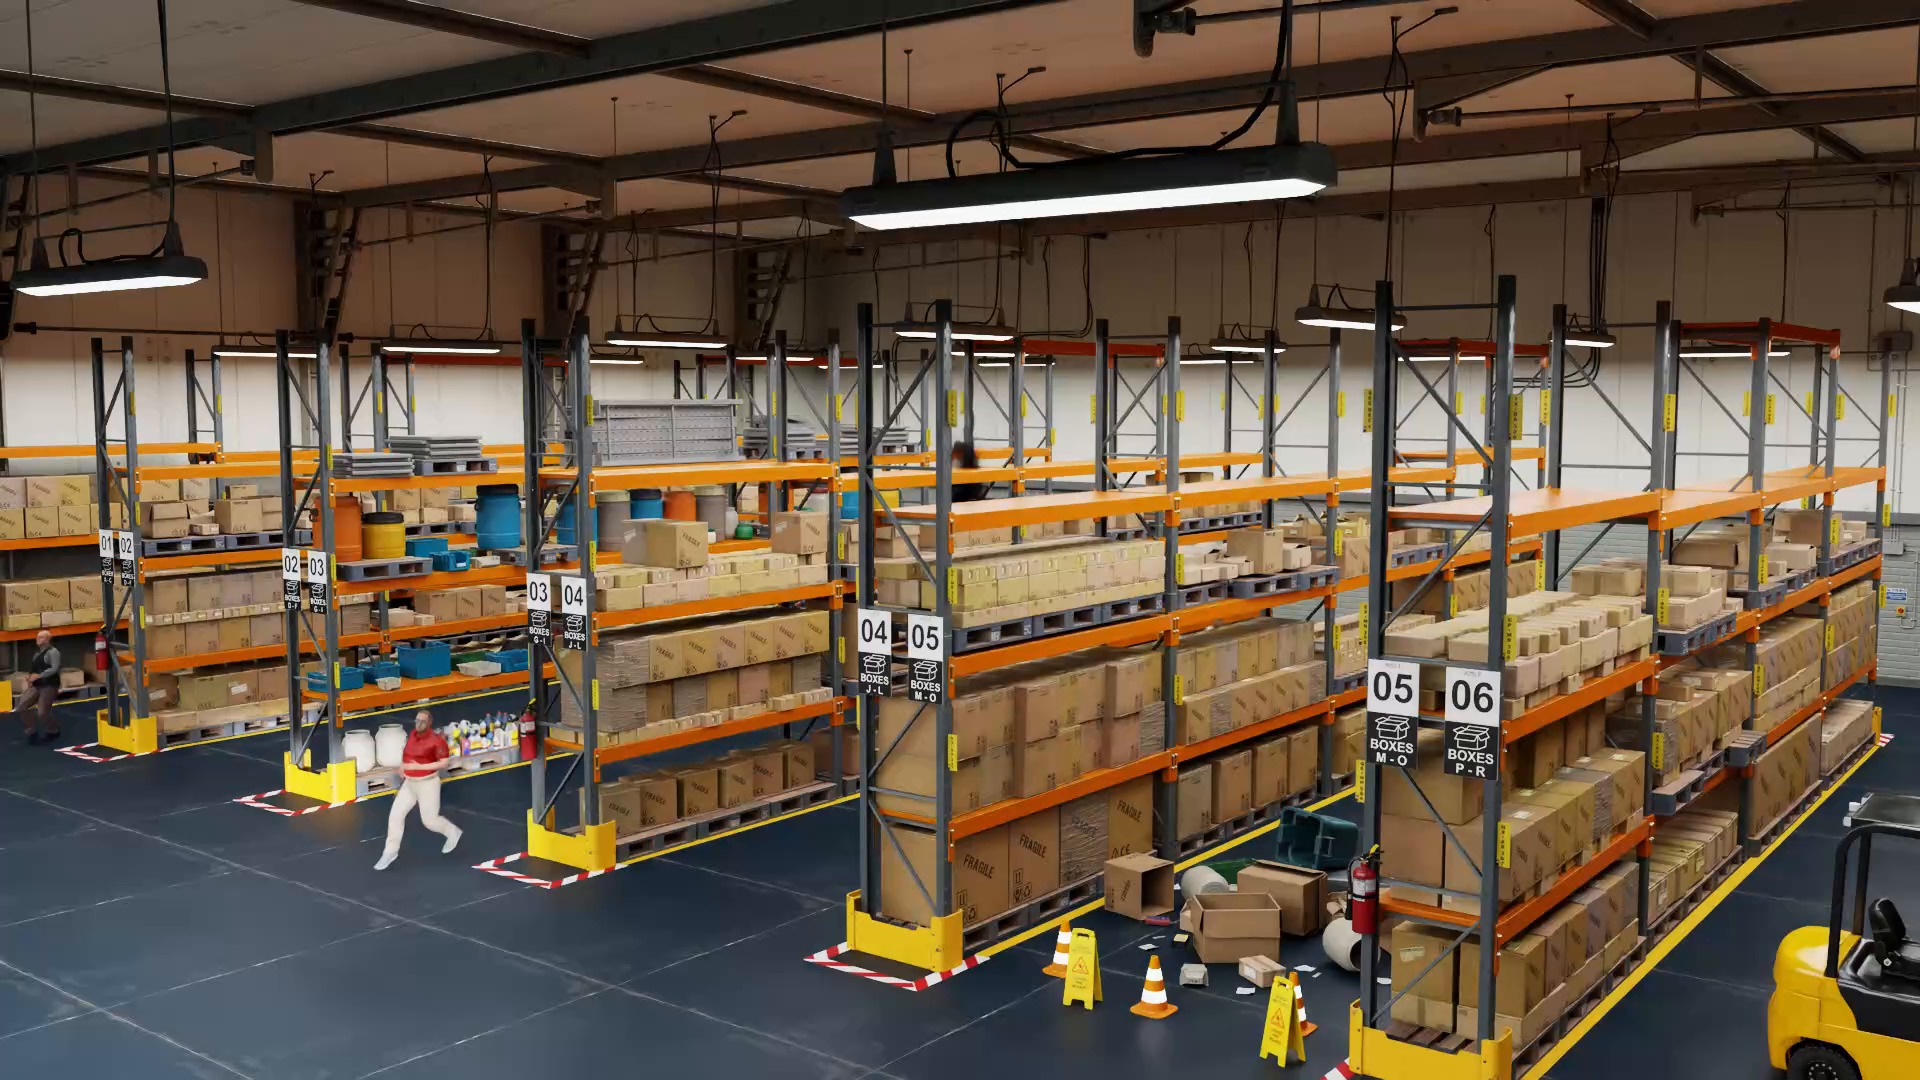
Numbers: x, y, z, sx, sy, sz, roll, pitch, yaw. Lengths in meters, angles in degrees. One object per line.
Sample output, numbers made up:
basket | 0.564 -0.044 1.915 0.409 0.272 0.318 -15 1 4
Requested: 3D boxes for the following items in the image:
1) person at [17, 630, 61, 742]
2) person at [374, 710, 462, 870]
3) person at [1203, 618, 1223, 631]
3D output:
person | -13.704 2.261 24.844 0.649 1.660 0.611 3 6 28
person | -5.927 2.729 18.376 0.679 1.724 0.970 2 6 26
person | 4.062 2.013 26.301 0.609 1.847 0.849 3 6 32
